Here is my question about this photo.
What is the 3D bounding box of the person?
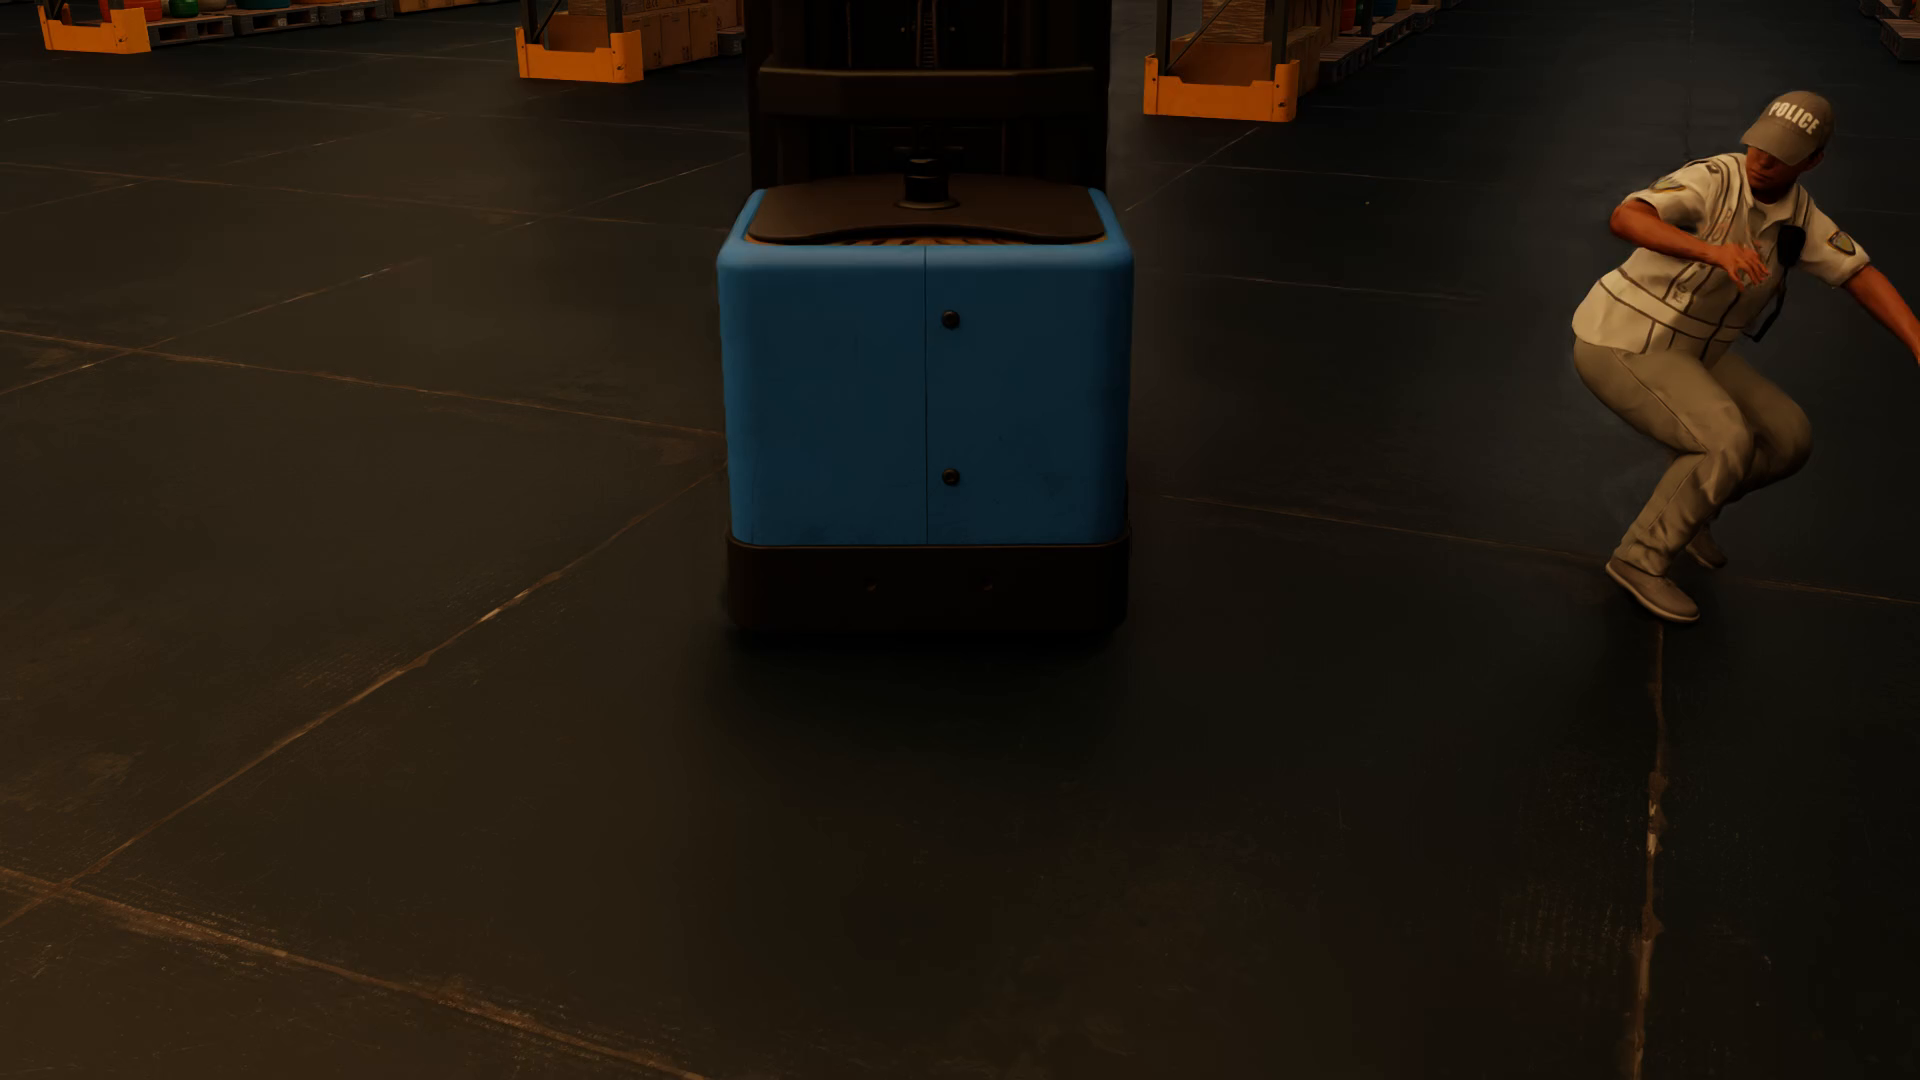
[{"bbox_3d":[2.092,-0.477,4.470,0.739,1.414,0.910,-13,26,-29],"label":"person"}]

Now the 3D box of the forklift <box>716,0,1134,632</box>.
[{"bbox_3d":[-0.099,-1.631,5.194,1.130,2.935,3.031,0,23,-1],"label":"forklift"}]
